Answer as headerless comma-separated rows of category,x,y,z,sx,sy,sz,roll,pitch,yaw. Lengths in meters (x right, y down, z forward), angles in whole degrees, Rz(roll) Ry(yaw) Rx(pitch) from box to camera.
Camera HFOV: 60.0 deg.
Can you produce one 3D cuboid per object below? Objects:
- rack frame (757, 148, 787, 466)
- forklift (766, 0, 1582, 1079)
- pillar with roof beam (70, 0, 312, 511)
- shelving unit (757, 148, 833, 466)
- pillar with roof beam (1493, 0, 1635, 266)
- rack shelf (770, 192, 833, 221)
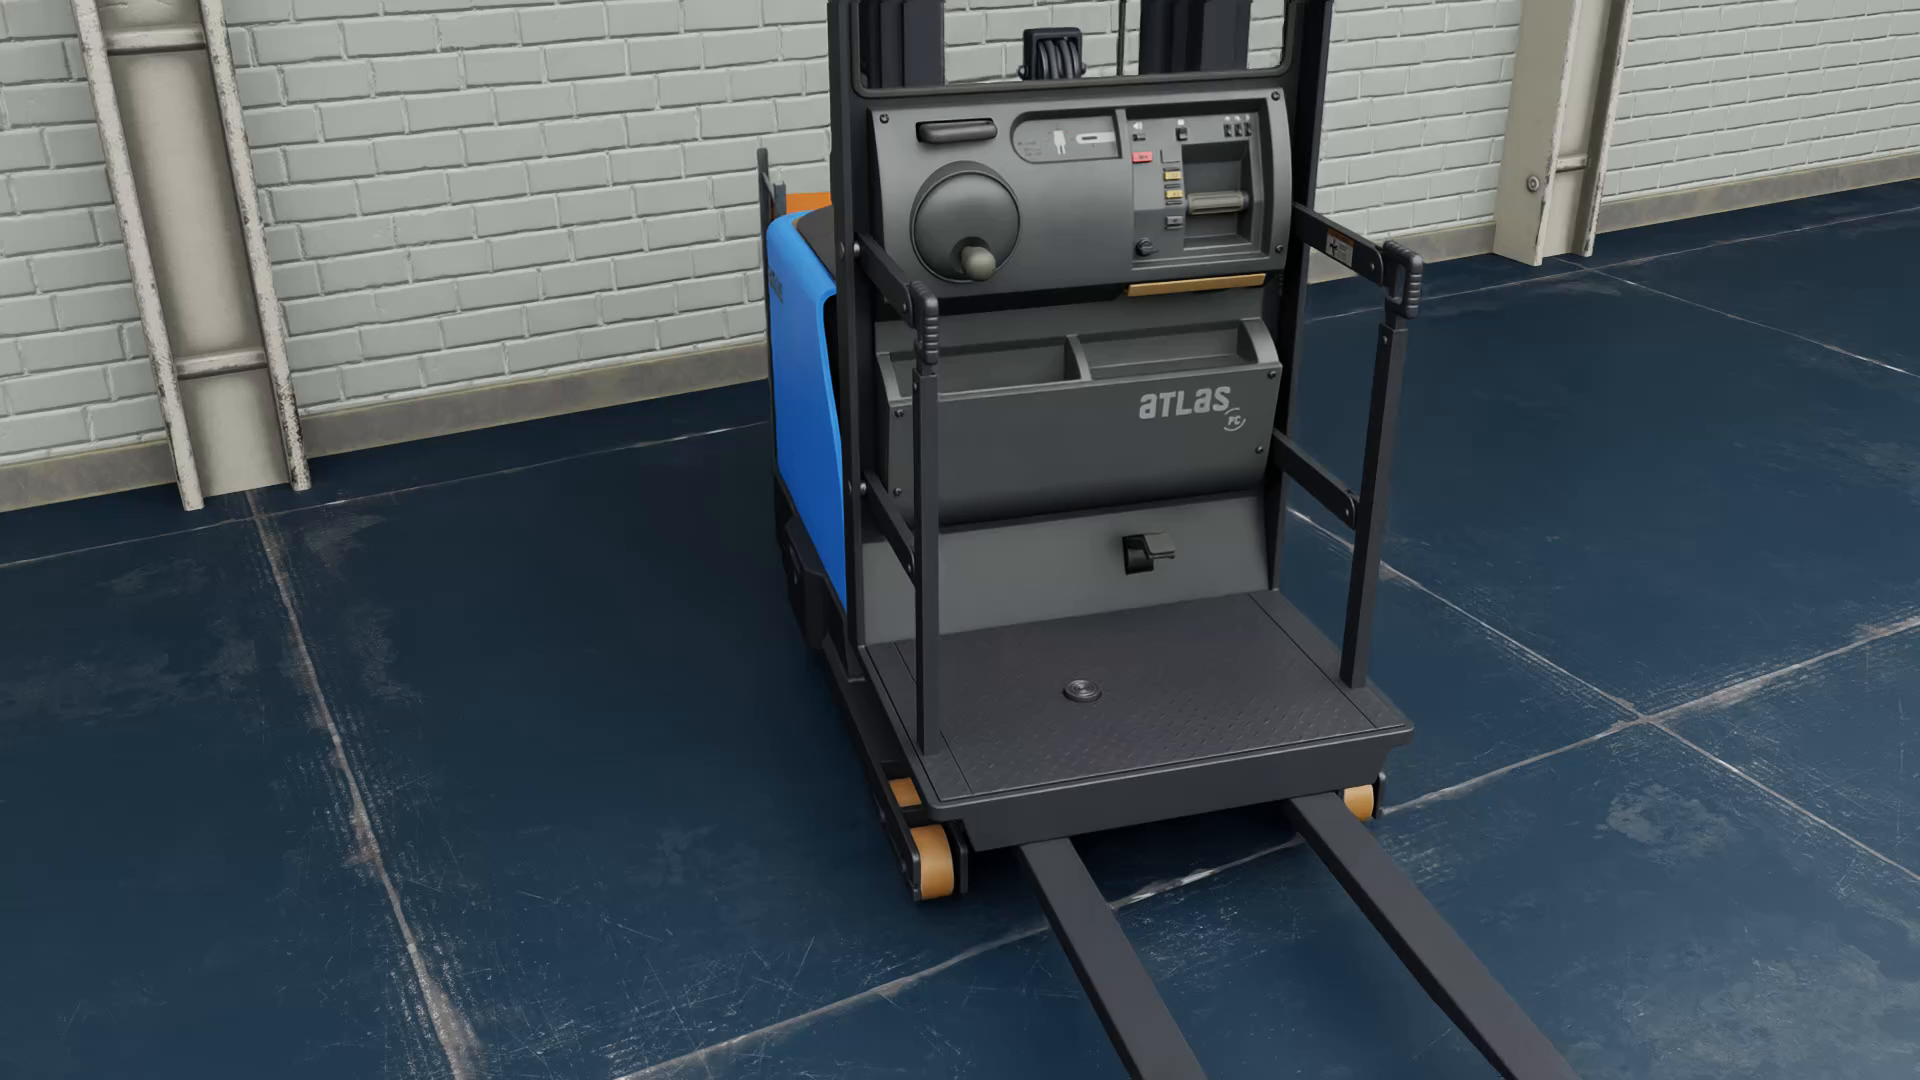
rack frame,-0.569,-0.616,5.233,0.032,1.125,0.500,-5,26,-11
forklift,0.335,-0.726,3.377,1.130,2.935,3.031,-7,27,-14
pillar with roof beam,-0.410,-2.606,0.281,0.400,9.000,9.100,-13,29,-25
shelving unit,-0.072,-0.663,5.331,1.048,1.125,0.538,-5,26,-11
pillar with roof beam,4.885,-3.828,2.827,0.400,9.000,9.100,-13,29,-25
rack shelf,-0.072,-0.927,5.204,1.000,0.278,0.538,-5,26,-11
